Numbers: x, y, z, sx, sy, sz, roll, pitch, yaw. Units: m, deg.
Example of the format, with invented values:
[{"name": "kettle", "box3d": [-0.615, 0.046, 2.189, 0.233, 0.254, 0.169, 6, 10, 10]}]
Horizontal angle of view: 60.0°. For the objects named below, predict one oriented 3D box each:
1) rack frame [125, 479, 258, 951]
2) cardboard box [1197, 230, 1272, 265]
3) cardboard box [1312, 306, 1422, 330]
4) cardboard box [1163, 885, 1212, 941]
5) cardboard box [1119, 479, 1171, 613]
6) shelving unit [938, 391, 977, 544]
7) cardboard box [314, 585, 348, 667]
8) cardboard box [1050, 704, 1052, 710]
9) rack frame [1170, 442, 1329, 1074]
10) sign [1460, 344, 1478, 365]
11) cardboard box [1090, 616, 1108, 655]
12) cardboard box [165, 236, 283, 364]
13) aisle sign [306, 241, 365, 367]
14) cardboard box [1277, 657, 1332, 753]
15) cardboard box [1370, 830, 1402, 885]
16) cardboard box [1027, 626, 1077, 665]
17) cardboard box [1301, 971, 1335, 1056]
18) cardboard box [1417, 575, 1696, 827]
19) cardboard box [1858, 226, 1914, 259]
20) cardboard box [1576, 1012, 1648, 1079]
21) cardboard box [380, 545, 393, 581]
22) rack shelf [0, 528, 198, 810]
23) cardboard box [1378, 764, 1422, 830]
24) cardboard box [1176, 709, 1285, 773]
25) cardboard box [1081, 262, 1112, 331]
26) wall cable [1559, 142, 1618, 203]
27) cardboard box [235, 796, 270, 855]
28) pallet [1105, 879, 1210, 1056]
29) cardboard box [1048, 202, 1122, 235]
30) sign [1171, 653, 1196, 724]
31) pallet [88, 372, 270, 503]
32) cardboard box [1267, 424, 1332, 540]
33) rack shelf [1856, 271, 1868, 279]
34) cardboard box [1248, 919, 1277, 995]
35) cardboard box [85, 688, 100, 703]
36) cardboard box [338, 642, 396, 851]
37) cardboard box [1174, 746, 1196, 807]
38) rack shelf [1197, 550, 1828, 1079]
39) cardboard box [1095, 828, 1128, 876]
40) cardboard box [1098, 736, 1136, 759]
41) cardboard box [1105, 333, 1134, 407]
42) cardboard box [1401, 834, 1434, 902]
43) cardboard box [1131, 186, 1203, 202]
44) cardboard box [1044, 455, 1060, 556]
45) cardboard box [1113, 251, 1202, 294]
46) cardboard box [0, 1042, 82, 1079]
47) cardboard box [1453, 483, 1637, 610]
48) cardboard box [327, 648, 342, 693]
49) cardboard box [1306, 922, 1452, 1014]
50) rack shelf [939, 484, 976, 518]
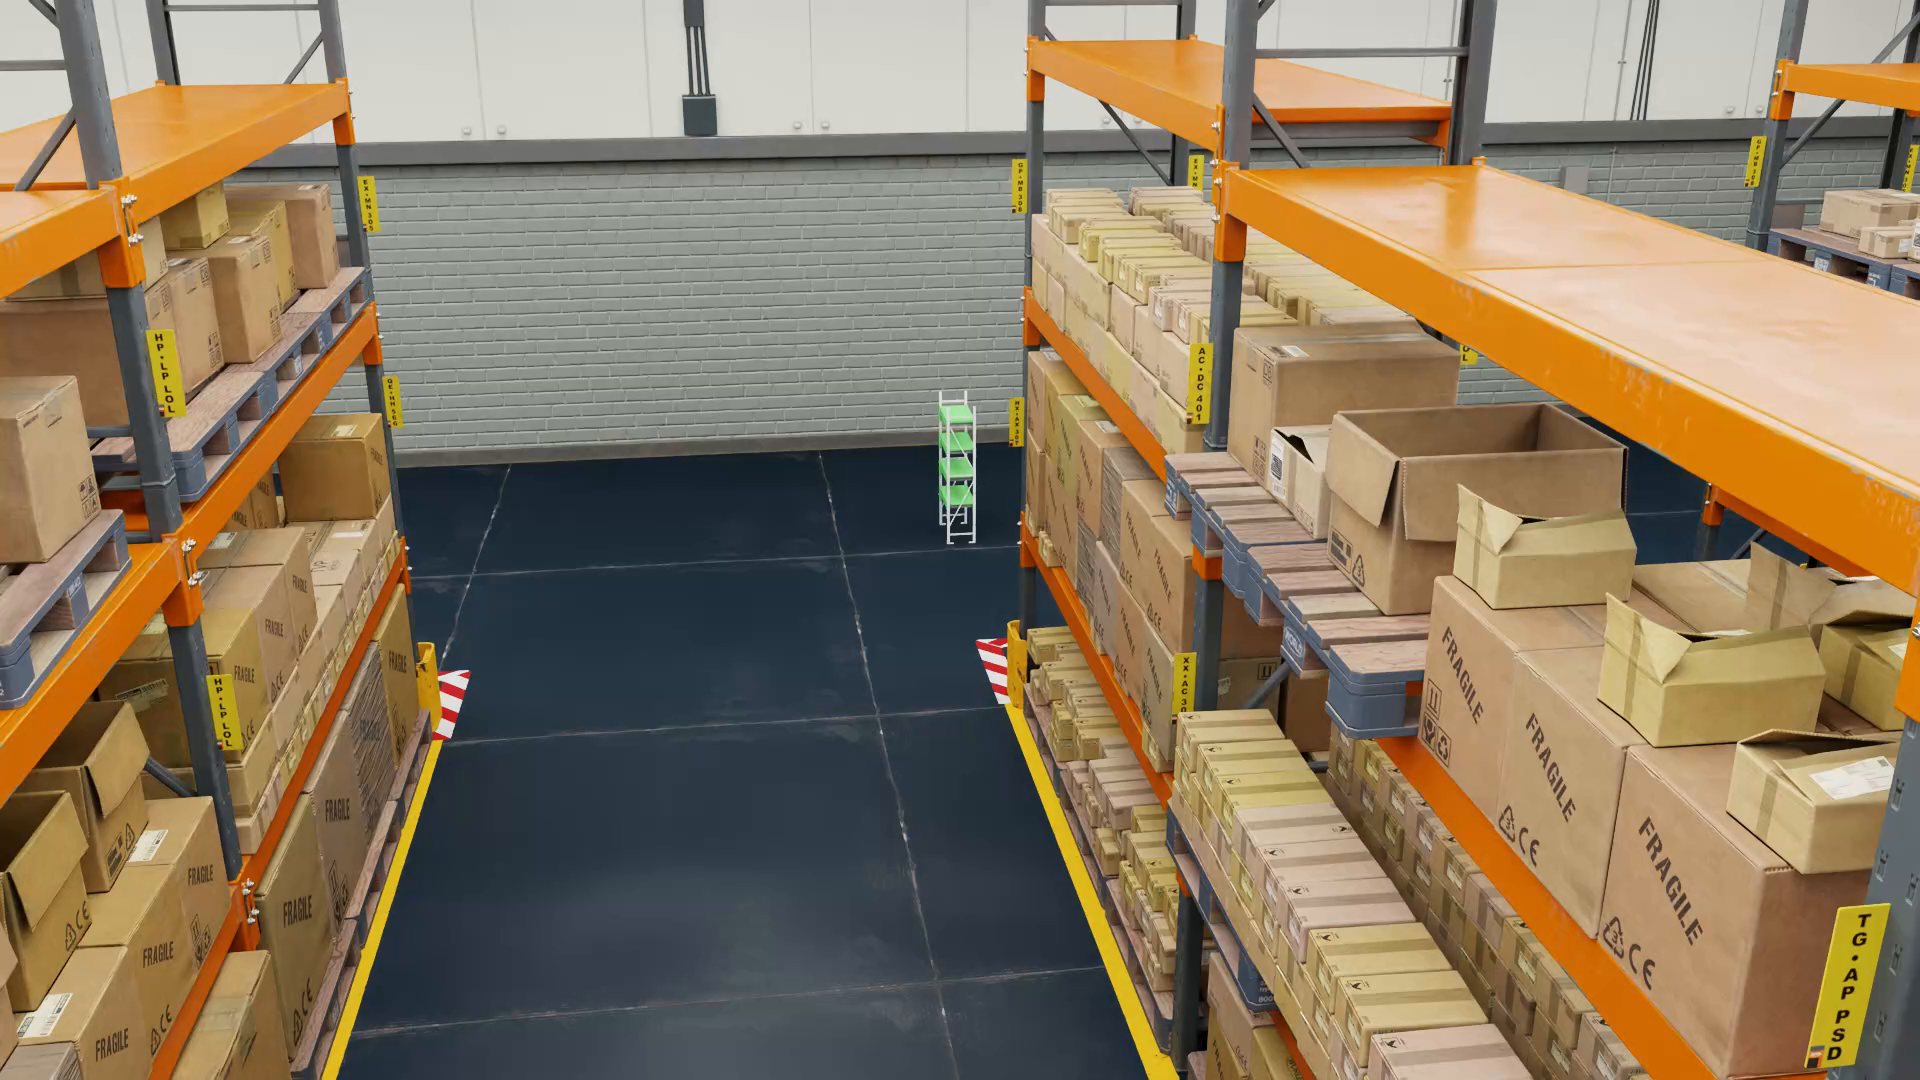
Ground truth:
[{"name": "rack frame", "box3d": [-3.440, 1.218, 6.668, 1.000, 3.000, 0.127, -3, 21, -8]}, {"name": "cardboard box", "box3d": [1.445, -1.504, 8.598, 0.380, 0.149, 0.250, -3, 21, -9]}, {"name": "cardboard box", "box3d": [1.681, -0.866, 6.891, 0.380, 0.149, 0.250, -3, 21, -9]}, {"name": "cardboard box", "box3d": [1.174, 1.753, 7.860, 0.380, 0.149, 0.250, -2, 21, -6]}, {"name": "cardboard box", "box3d": [1.068, 0.020, 7.877, 0.500, 0.500, 0.500, -4, 21, -9]}, {"name": "shelving unit", "box3d": [-0.024, -0.619, 14.160, 0.258, 1.200, 0.503, -3, 21, -8]}, {"name": "cardboard box", "box3d": [-3.459, 0.450, 8.512, 0.500, 0.250, 0.500, -3, 21, -8]}, {"name": "cardboard box", "box3d": [0.784, 1.041, 10.617, 0.380, 0.149, 0.250, -3, 21, -8]}, {"name": "rack frame", "box3d": [1.483, 1.003, 7.244, 1.000, 3.000, 0.127, -3, 21, -8]}, {"name": "sign", "box3d": [2.032, -0.858, 6.638, 0.100, 0.325, 0.005, -3, 21, -8]}, {"name": "cardboard box", "box3d": [0.914, 0.496, 8.961, 0.380, 0.149, 0.250, -3, 21, -7]}, {"name": "cardboard box", "box3d": [-3.620, -1.120, 7.755, 0.700, 0.500, 0.500, -2, 21, -5]}, {"name": "aisle sign", "box3d": [-3.730, -1.425, 10.028, 0.394, 0.787, 0.004, -3, 21, -8]}, {"name": "cardboard box", "box3d": [1.661, 0.632, 7.668, 0.500, 0.500, 0.500, -3, 21, -9]}, {"name": "cardboard box", "box3d": [1.808, 1.228, 6.401, 0.380, 0.149, 0.250, -3, 21, -8]}, {"name": "cardboard box", "box3d": [0.646, 0.677, 10.742, 0.380, 0.149, 0.250, -4, 21, -10]}, {"name": "cardboard box", "box3d": [1.312, 1.485, 5.286, 0.380, 0.149, 0.250, -3, 21, -9]}, {"name": "cardboard box", "box3d": [1.573, 0.405, 4.415, 0.500, 0.500, 0.500, -3, 21, -8]}, {"name": "cardboard box", "box3d": [5.719, -1.810, 10.103, 0.380, 0.149, 0.250, -2, 21, -6]}, {"name": "cardboard box", "box3d": [2.034, 1.497, 4.830, 0.380, 0.149, 0.250, -2, 21, -5]}, {"name": "cardboard box", "box3d": [-3.600, 0.147, 9.894, 0.380, 0.149, 0.250, -3, 21, -7]}, {"name": "rack shelf", "box3d": [-3.151, 0.842, 4.415, 1.077, 0.370, 4.000, -3, 21, -8]}, {"name": "cardboard box", "box3d": [1.809, 0.957, 6.276, 0.380, 0.149, 0.250, -4, 21, -9]}, {"name": "cardboard box", "box3d": [1.085, 0.805, 6.683, 0.380, 0.149, 0.250, -2, 21, -5]}, {"name": "cardboard box", "box3d": [0.924, -1.255, 8.502, 0.500, 0.250, 0.500, -4, 21, -10]}, {"name": "wall cable", "box3d": [6.356, -3.169, 16.963, 0.588, 1.984, 0.122, -3, 21, -8]}, {"name": "cardboard box", "box3d": [-3.153, 1.216, 7.031, 0.380, 0.149, 0.250, -3, 21, -8]}, {"name": "pallet", "box3d": [1.351, 2.078, 8.350, 1.003, 0.211, 1.213, -3, 21, -8]}, {"name": "cardboard box", "box3d": [0.714, -1.828, 9.465, 0.380, 0.149, 0.250, -3, 21, -8]}, {"name": "sign", "box3d": [0.947, 0.627, 7.012, 0.100, 0.325, 0.005, -3, 21, -8]}, {"name": "pallet", "box3d": [-3.547, -0.429, 6.919, 1.003, 0.211, 1.213, -3, 21, -8]}, {"name": "cardboard box", "box3d": [1.402, -0.242, 5.817, 0.500, 0.311, 0.500, -3, 21, -9]}, {"name": "rack shelf", "box3d": [6.079, -1.042, 9.461, 1.077, 0.370, 4.000, -3, 21, -8]}, {"name": "cardboard box", "box3d": [1.235, 1.441, 5.830, 0.380, 0.149, 0.250, -4, 21, -10]}, {"name": "cardboard box", "box3d": [-3.771, 0.652, 6.901, 0.500, 0.500, 0.500, -2, 21, -6]}, {"name": "cardboard box", "box3d": [-3.714, 1.164, 9.248, 0.875, 0.875, 0.875, -3, 21, -8]}, {"name": "cardboard box", "box3d": [1.085, 0.944, 6.735, 0.380, 0.149, 0.250, -3, 21, -7]}, {"name": "rack shelf", "box3d": [1.771, 0.627, 4.991, 1.077, 0.370, 4.000, -3, 21, -8]}, {"name": "cardboard box", "box3d": [0.940, 1.665, 8.946, 0.380, 0.149, 0.250, -3, 21, -8]}, {"name": "cardboard box", "box3d": [0.986, 1.213, 9.304, 0.380, 0.149, 0.250, -3, 21, -8]}, {"name": "cardboard box", "box3d": [1.011, -0.838, 8.099, 0.500, 0.250, 0.500, -3, 21, -8]}, {"name": "cardboard box", "box3d": [1.852, 1.184, 6.093, 0.380, 0.149, 0.250, -4, 21, -10]}, {"name": "cardboard box", "box3d": [1.245, -2.038, 10.028, 0.380, 0.149, 0.250, -3, 21, -8]}, {"name": "cardboard box", "box3d": [0.800, -0.215, 9.936, 0.500, 0.500, 0.500, -3, 21, -8]}, {"name": "cardboard box", "box3d": [0.955, -1.294, 8.037, 0.380, 0.149, 0.250, -3, 21, -8]}, {"name": "cardboard box", "box3d": [-2.888, 1.845, 4.846, 0.500, 0.500, 0.500, -3, 21, -8]}, {"name": "cardboard box", "box3d": [1.538, 0.006, 4.389, 0.396, 0.266, 0.258, -3, 21, -8]}, {"name": "cardboard box", "box3d": [-3.379, 0.677, 8.476, 0.380, 0.149, 0.250, -4, 21, -9]}, {"name": "cardboard box", "box3d": [1.314, 1.345, 5.235, 0.380, 0.149, 0.250, -2, 21, -6]}, {"name": "rack shelf", "box3d": [-0.024, -0.335, 14.266, 0.258, 0.148, 0.480, -3, 21, -8]}]
